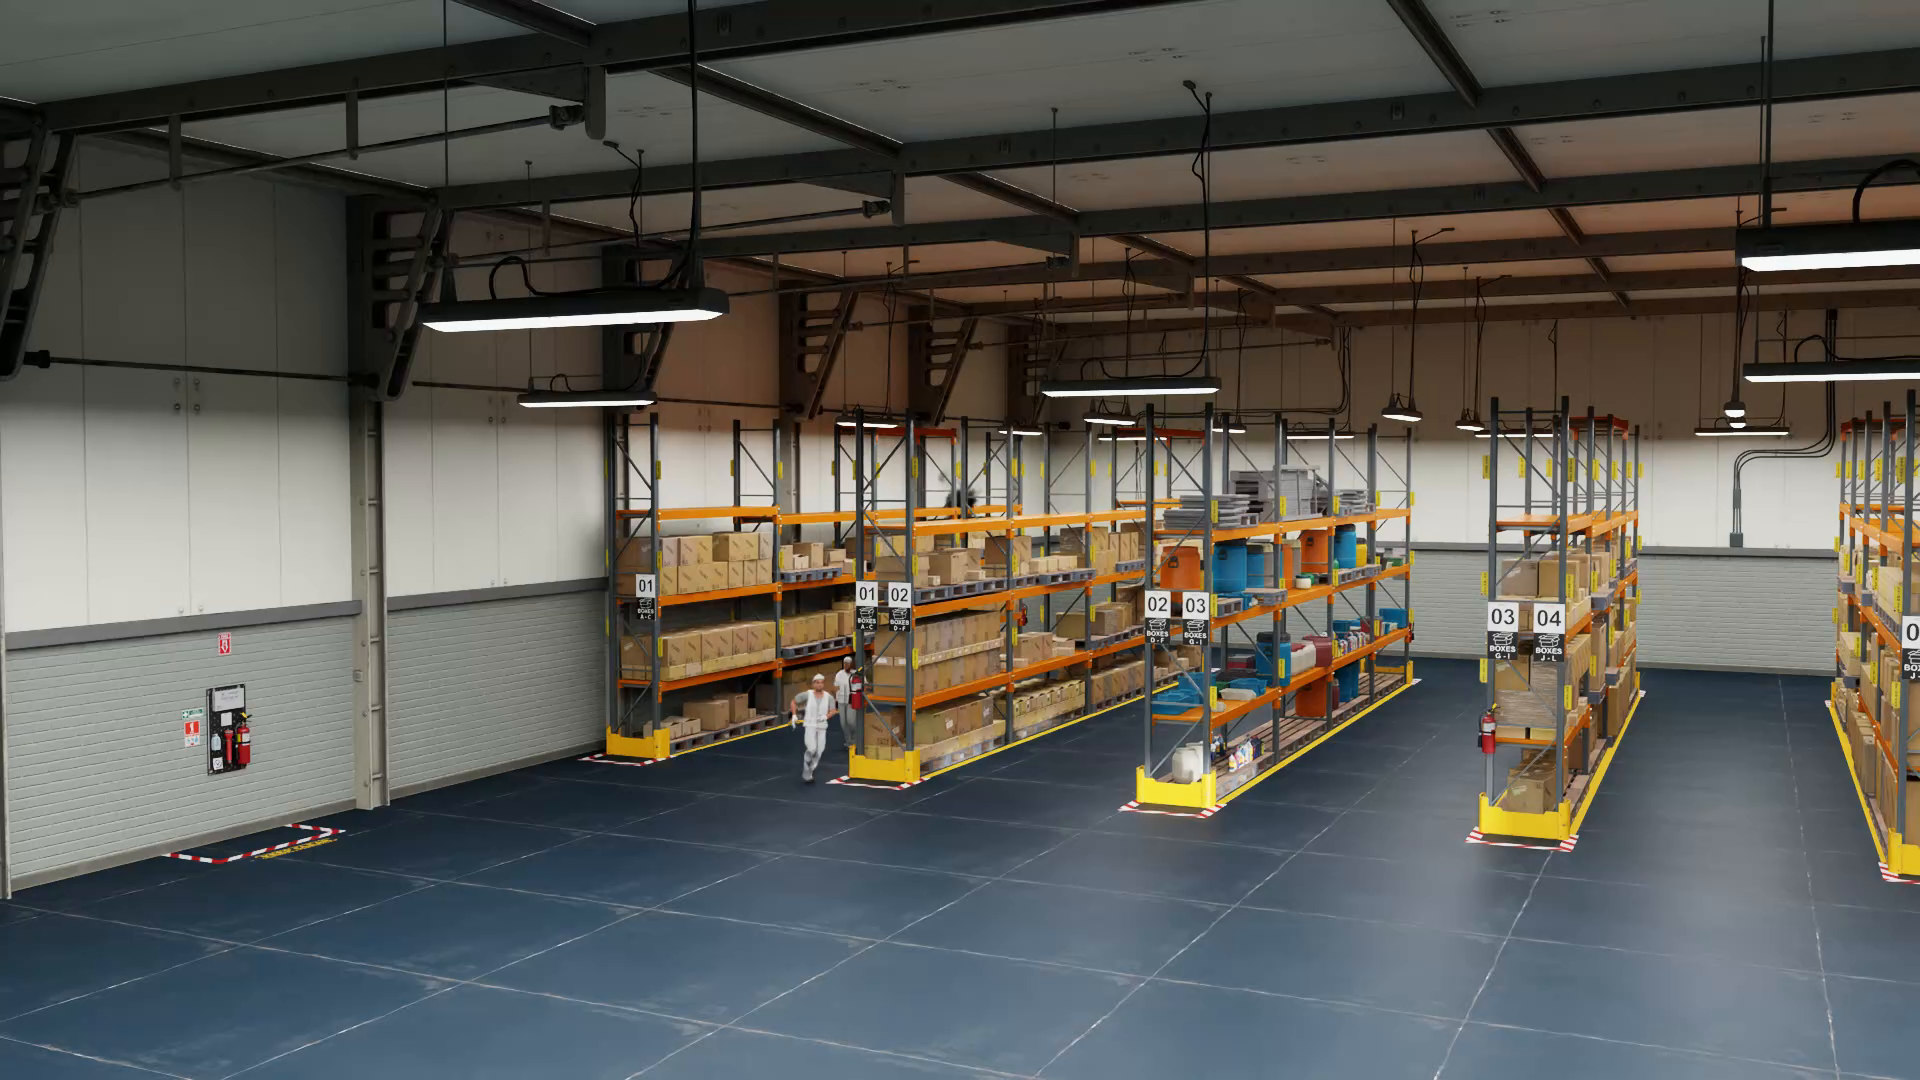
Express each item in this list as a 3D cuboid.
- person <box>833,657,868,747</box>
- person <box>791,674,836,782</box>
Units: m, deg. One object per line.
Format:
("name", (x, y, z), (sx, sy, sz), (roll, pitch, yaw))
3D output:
("person", (-1.998, 2.936, 29.682), (0.583, 1.701, 0.660), (1, 2, 16))
("person", (-2.317, 2.981, 26.541), (0.706, 1.682, 0.628), (-1, 3, -22))
